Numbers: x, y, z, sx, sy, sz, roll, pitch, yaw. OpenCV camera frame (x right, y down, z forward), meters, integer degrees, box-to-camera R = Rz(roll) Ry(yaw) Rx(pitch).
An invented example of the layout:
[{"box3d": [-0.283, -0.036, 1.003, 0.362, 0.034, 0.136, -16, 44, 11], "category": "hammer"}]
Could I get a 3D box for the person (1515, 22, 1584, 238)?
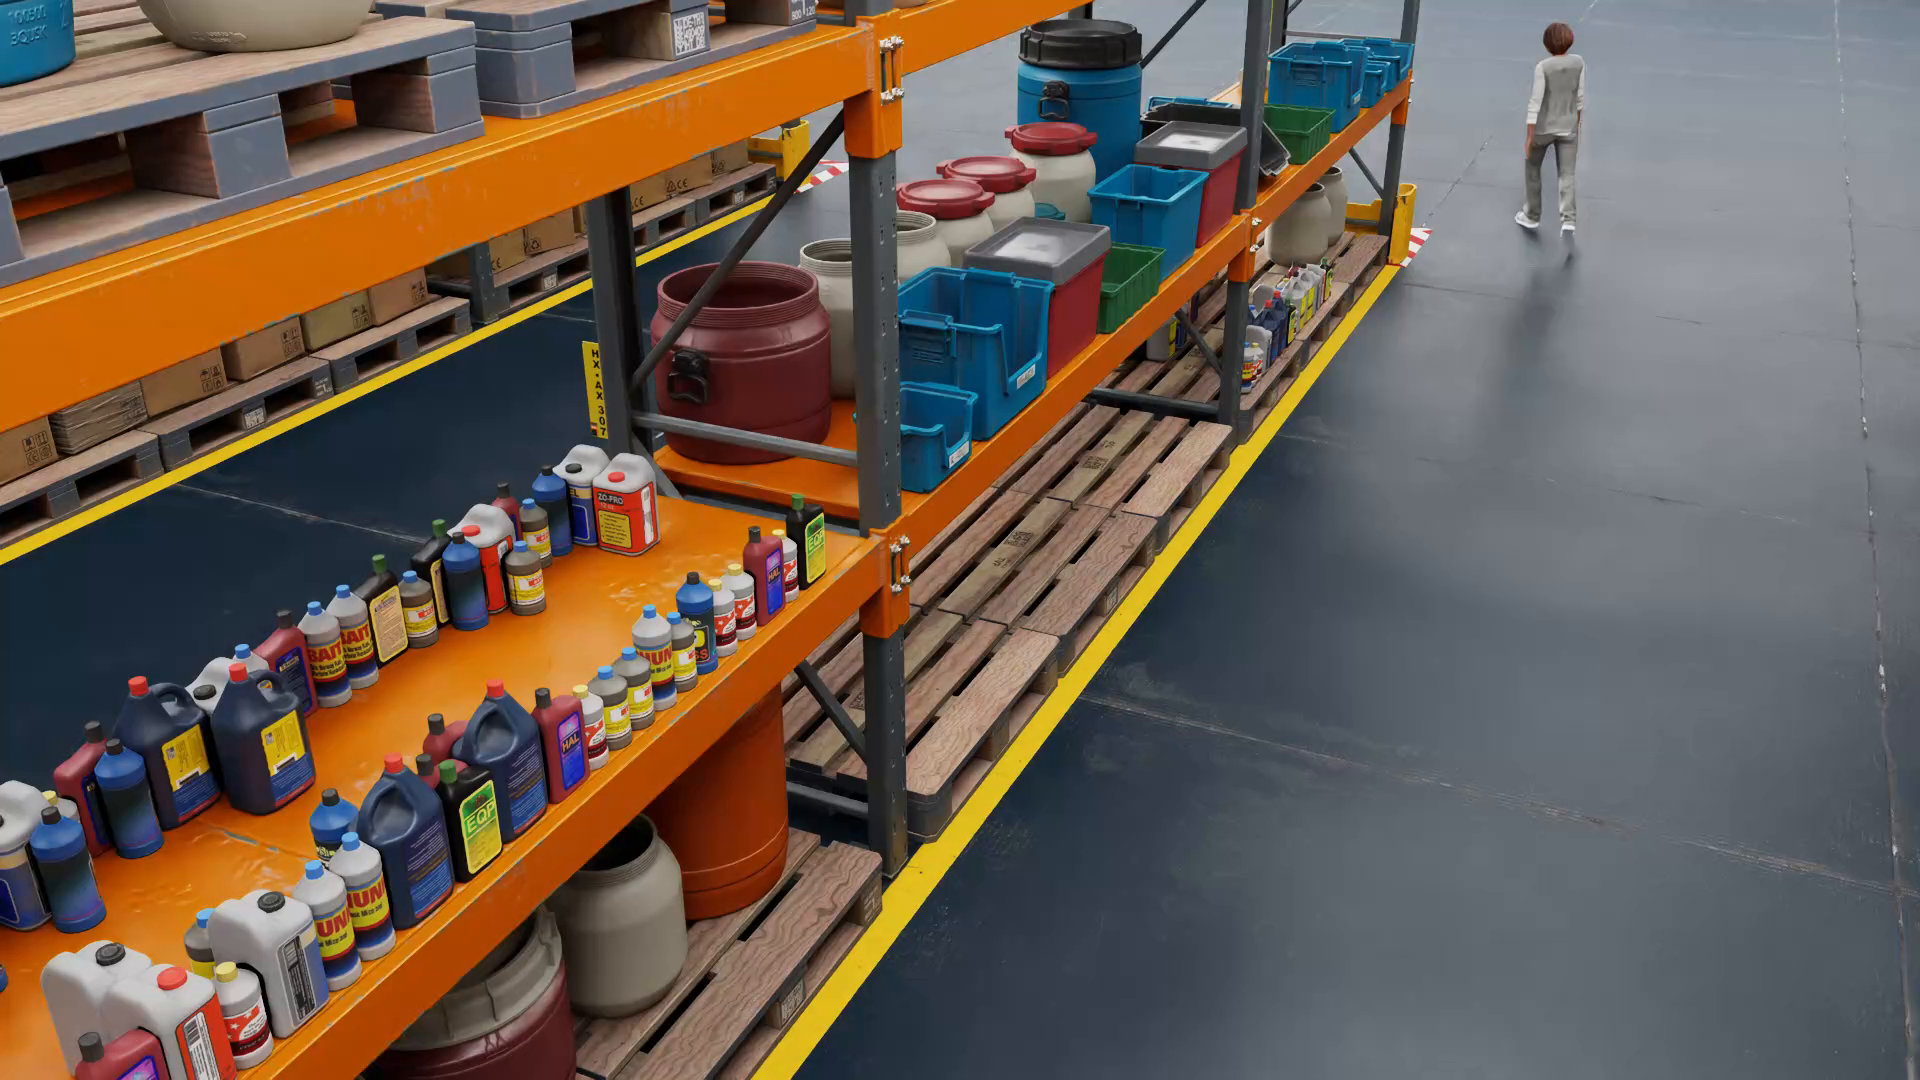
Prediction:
[{"box3d": [4.350, -2.992, 12.189, 0.454, 1.550, 0.881, 0, 26, 1], "category": "person"}]
